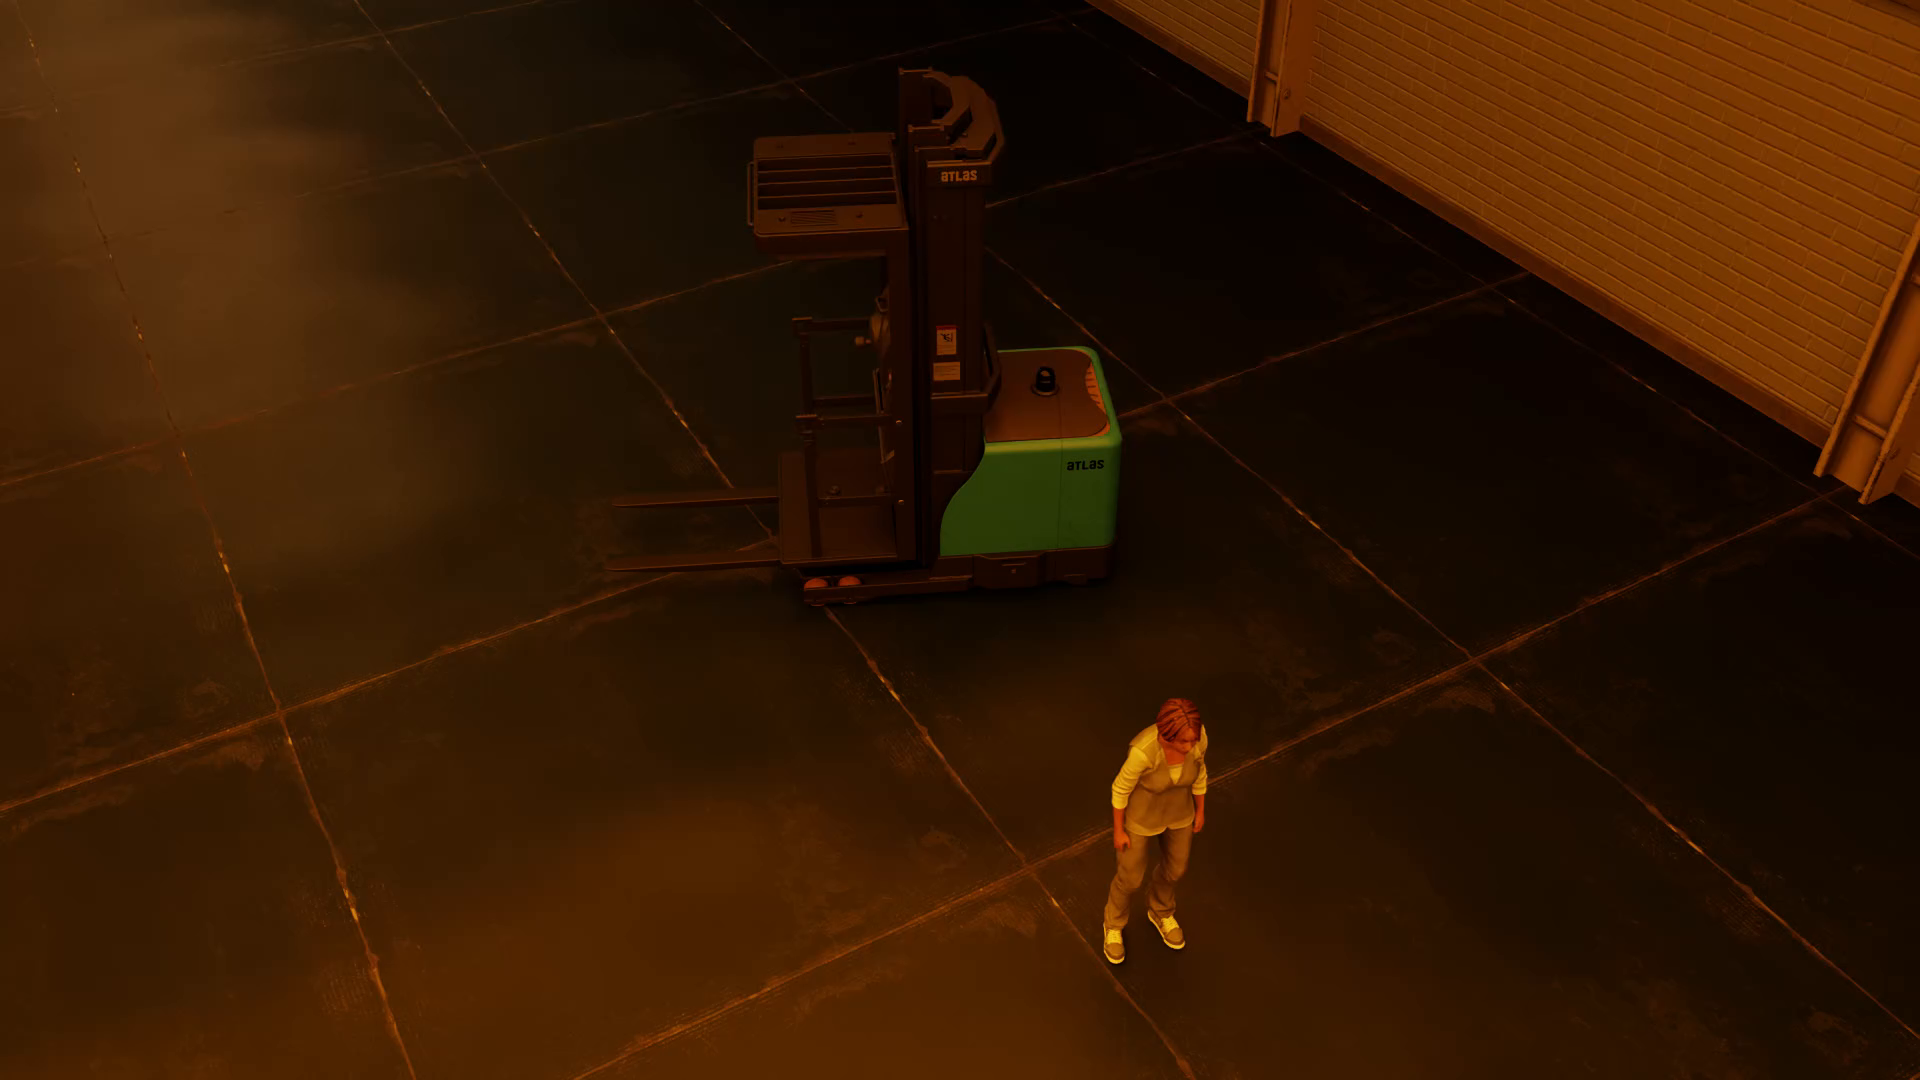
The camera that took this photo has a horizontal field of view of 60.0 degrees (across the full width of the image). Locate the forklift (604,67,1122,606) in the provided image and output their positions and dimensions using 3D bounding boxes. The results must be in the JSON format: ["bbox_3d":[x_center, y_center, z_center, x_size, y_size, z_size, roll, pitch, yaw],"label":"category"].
[{"bbox_3d":[-0.616,-1.090,9.351,3.031,2.935,1.130,-4,40,-4],"label":"forklift"}]

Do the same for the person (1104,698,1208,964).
[{"bbox_3d":[0.894,1.275,7.548,0.479,1.592,0.345,-12,41,-14],"label":"person"}]
